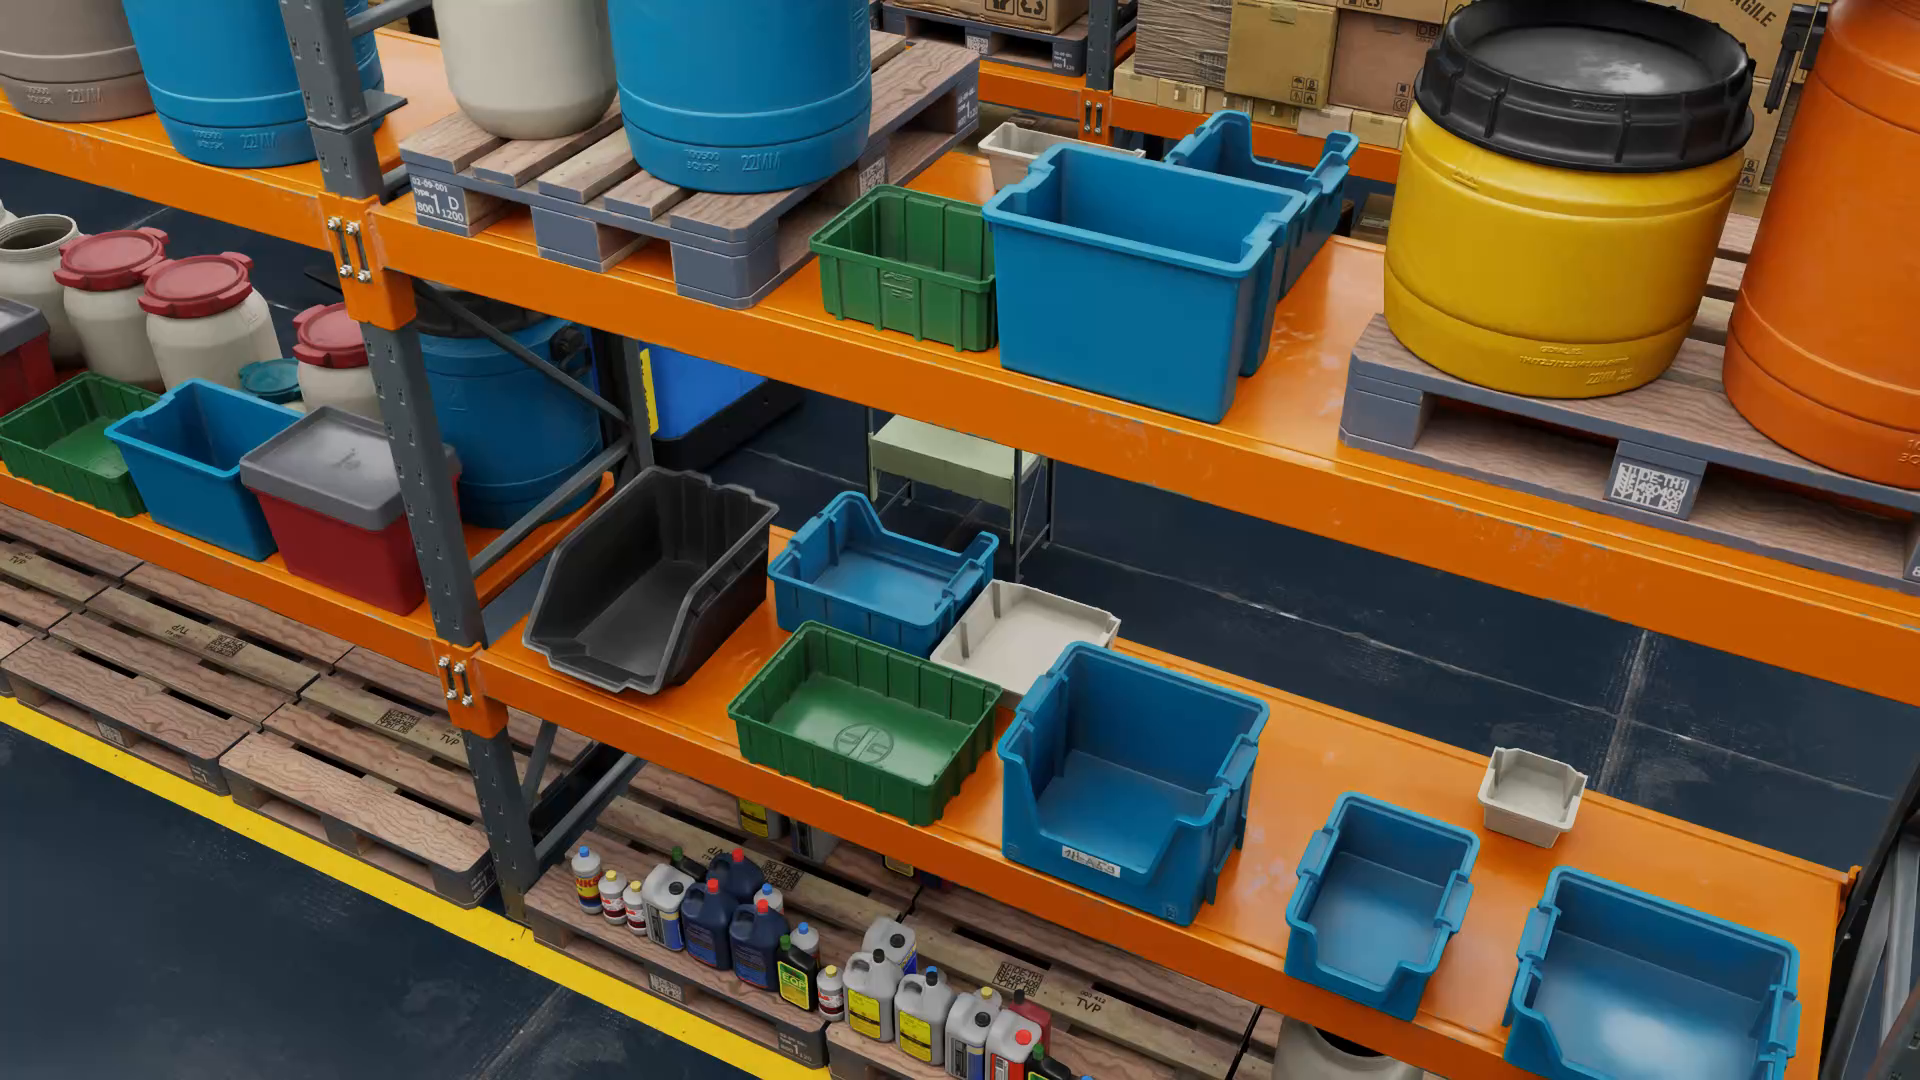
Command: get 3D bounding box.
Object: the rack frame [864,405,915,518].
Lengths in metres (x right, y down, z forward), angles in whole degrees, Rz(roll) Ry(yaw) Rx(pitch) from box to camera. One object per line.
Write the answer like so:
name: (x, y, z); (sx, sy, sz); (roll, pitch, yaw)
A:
rack frame: (-0.319, -0.697, 7.428); (0.023, 1.500, 0.400); (17, 41, 21)

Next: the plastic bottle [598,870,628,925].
plastic bottle: (-1.171, 1.200, 5.638); (0.097, 0.201, 0.097); (0, 37, 0)

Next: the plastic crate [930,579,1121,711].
plastic crate: (0.216, 0.329, 5.053); (0.437, 0.136, 0.530); (17, 41, 21)

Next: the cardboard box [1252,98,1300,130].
cardboard box: (1.665, -2.233, 8.419); (0.250, 0.149, 0.380); (17, 41, 21)

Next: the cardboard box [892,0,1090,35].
cardboard box: (0.294, -3.453, 8.974); (1.000, 1.000, 1.000); (18, 41, 22)

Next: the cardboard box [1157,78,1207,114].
cardboard box: (1.204, -2.352, 8.576); (0.250, 0.149, 0.380); (17, 41, 21)

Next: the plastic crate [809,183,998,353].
plastic crate: (-0.067, -0.617, 3.776); (0.450, 0.188, 0.336); (17, 41, 21)

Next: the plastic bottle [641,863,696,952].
plastic bottle: (-0.962, 1.218, 5.554); (0.135, 0.276, 0.152); (19, 41, 23)

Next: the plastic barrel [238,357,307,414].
plastic barrel: (-2.447, -0.486, 6.024); (0.301, 0.262, 0.301); (0, 37, 0)

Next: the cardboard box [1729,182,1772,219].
cardboard box: (3.672, -1.618, 7.609); (0.250, 0.149, 0.380); (17, 41, 21)

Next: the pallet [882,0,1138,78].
pallet: (0.323, -2.964, 9.333); (1.213, 0.211, 1.003); (17, 41, 21)

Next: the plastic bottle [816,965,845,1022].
plastic bottle: (-0.408, 1.439, 5.324); (0.097, 0.201, 0.097); (0, 37, 0)

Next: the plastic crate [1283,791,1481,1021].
plastic crate: (1.053, 0.918, 4.182); (0.408, 0.251, 0.499); (17, 41, 21)

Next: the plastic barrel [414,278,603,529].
plastic barrel: (-1.546, -0.561, 5.593); (0.708, 0.901, 0.600); (17, 41, 21)

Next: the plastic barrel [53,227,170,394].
plastic barrel: (-3.127, -0.853, 6.281); (0.433, 0.535, 0.433); (0, 37, 0)

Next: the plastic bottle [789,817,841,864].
plastic bottle: (-0.514, 0.983, 5.863); (0.135, 0.276, 0.152); (17, 41, 21)

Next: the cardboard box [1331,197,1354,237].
cardboard box: (1.784, -1.634, 9.142); (0.500, 0.500, 0.500); (-30, 47, -34)

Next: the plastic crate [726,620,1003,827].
plastic crate: (-0.267, 0.522, 4.756); (0.662, 0.188, 0.450); (17, 41, 21)

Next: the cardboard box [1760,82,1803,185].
cardboard box: (4.011, -1.964, 7.528); (0.500, 0.500, 0.875); (17, 41, 21)

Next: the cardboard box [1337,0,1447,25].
cardboard box: (2.106, -2.768, 7.759); (0.500, 0.500, 0.500); (17, 41, 21)

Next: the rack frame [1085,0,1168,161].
rack frame: (0.935, -2.750, 8.892); (0.127, 3.000, 1.000); (17, 41, 21)

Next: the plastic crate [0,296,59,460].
plastic crate: (-3.600, -0.615, 6.027); (0.583, 0.464, 0.402); (17, 41, 21)

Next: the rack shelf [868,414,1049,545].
rack shelf: (0.006, -0.336, 7.491); (0.720, 0.370, 0.431); (17, 41, 21)

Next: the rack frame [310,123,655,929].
rack frame: (-1.343, -0.091, 5.389); (0.127, 3.000, 1.000); (17, 41, 21)

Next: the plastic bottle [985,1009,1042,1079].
plastic bottle: (0.166, 1.571, 5.089); (0.135, 0.276, 0.152); (18, 41, 22)

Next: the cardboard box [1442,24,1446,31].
cardboard box: (2.649, -2.346, 8.031); (0.500, 0.500, 0.875); (17, 41, 21)

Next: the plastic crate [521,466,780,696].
plastic crate: (-0.936, 0.147, 5.126); (0.504, 0.338, 0.767); (17, 41, 21)

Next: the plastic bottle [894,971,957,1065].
plastic bottle: (-0.106, 1.458, 5.175); (0.185, 0.351, 0.144); (19, 41, 23)

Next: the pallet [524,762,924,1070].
pallet: (-0.765, 1.229, 5.957); (1.213, 0.211, 1.003); (17, 41, 21)

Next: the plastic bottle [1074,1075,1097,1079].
plastic bottle: (0.377, 1.685, 5.000); (0.097, 0.201, 0.097); (0, 37, 0)

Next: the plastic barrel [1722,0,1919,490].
plastic barrel: (1.719, -0.579, 2.848); (0.708, 0.830, 0.600); (17, 41, 21)

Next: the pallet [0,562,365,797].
pallet: (-3.145, 0.484, 6.938); (1.213, 0.211, 1.003); (17, 41, 21)

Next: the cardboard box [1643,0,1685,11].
cardboard box: (2.996, -2.491, 7.395); (0.500, 0.500, 0.500); (17, 41, 21)

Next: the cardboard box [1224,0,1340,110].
cardboard box: (1.734, -2.592, 8.355); (0.500, 0.500, 0.875); (17, 41, 21)

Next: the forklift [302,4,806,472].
forklift: (-2.293, -2.152, 8.161); (3.031, 2.935, 1.130); (23, 43, 27)

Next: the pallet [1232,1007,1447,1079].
pallet: (1.401, 1.907, 5.063); (1.213, 0.211, 1.003); (17, 41, 21)

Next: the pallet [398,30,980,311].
pallet: (-0.657, -1.062, 4.344); (1.003, 0.211, 1.213); (17, 41, 21)

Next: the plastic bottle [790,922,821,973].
plastic bottle: (-0.501, 1.341, 5.395); (0.097, 0.271, 0.097); (0, 37, 0)

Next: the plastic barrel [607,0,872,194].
plastic barrel: (-0.508, -1.319, 3.763); (0.708, 0.901, 0.600); (17, 41, 21)

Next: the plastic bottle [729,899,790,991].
plastic bottle: (-0.649, 1.289, 5.399); (0.185, 0.351, 0.144); (16, 40, 20)

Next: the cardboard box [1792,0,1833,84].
cardboard box: (3.885, -2.215, 7.031); (0.500, 0.500, 0.500); (17, 41, 21)

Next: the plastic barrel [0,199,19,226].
plastic barrel: (-3.883, -1.076, 6.595); (0.421, 0.512, 0.421); (0, 37, 0)

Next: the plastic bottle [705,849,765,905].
plastic bottle: (-0.750, 1.159, 5.570); (0.185, 0.351, 0.144); (17, 41, 21)

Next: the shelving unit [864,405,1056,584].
shelving unit: (0.006, -0.596, 7.294); (0.755, 1.500, 0.431); (17, 41, 21)

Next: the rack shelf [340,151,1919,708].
rack shelf: (0.433, -0.443, 3.967); (4.000, 0.370, 1.077); (17, 41, 21)

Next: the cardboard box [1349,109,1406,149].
cardboard box: (2.109, -2.095, 8.236); (0.250, 0.149, 0.380); (17, 41, 21)

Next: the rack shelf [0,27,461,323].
rack shelf: (-3.119, -1.555, 5.432); (4.000, 0.370, 1.077); (17, 41, 21)

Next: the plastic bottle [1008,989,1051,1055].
plastic bottle: (0.214, 1.510, 5.162); (0.133, 0.283, 0.061); (17, 41, 21)

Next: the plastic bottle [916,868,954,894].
plastic bottle: (-0.087, 1.088, 5.719); (0.133, 0.283, 0.061); (17, 41, 21)

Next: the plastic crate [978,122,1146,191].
plastic crate: (0.269, -0.952, 4.260); (0.396, 0.136, 0.243); (17, 41, 21)

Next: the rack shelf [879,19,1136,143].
rack shelf: (-0.841, -3.020, 9.842); (4.000, 0.370, 1.077); (17, 41, 21)

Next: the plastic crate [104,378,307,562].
plastic crate: (-2.465, -0.224, 5.578); (0.575, 0.384, 0.392); (17, 41, 21)

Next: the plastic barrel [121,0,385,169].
plastic barrel: (-1.894, -1.510, 4.363); (0.708, 0.901, 0.600); (17, 41, 21)

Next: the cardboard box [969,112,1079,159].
cardboard box: (0.400, -2.112, 9.755); (0.500, 0.500, 0.700); (14, 39, 18)

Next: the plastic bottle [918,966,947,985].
plastic bottle: (-0.090, 1.441, 5.321); (0.097, 0.201, 0.097); (0, 37, 0)
